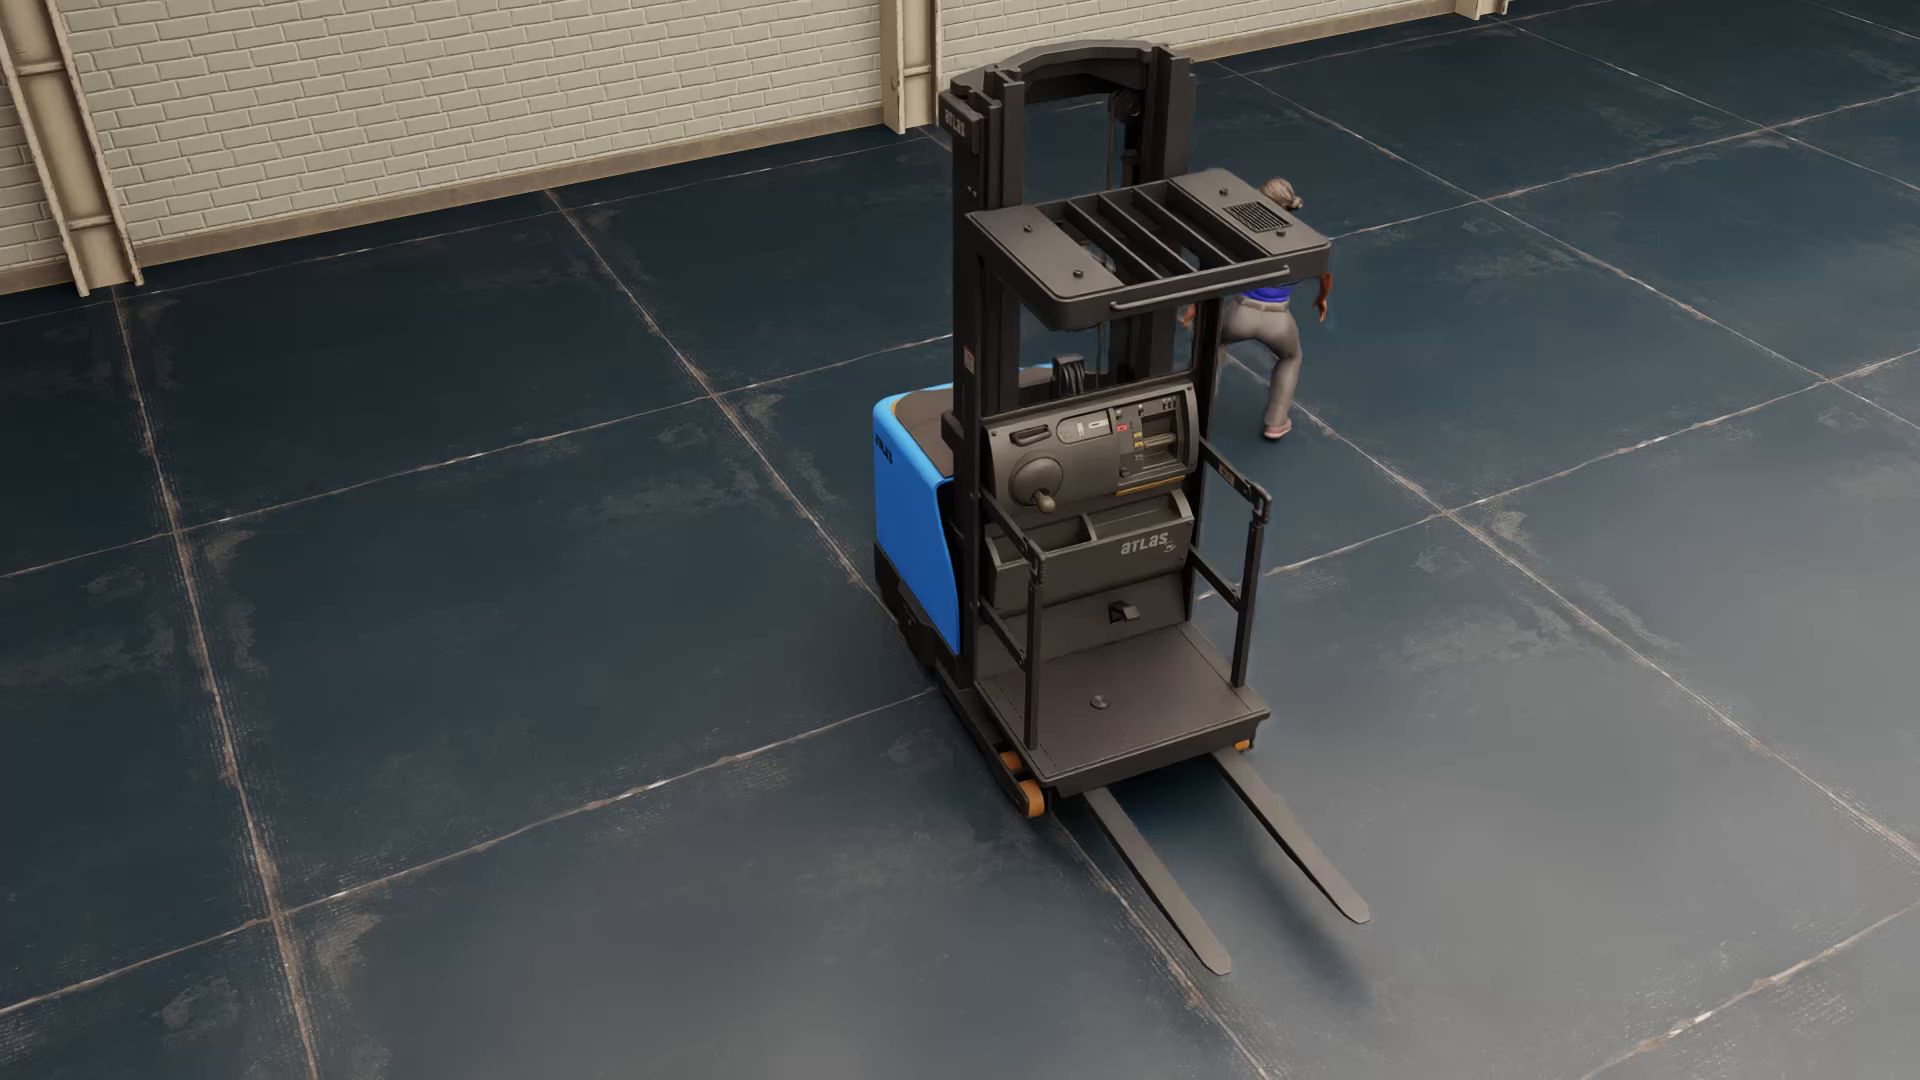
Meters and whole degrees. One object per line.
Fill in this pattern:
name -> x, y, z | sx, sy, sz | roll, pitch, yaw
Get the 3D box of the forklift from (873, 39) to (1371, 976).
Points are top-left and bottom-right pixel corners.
forklift -> 0.634, -0.309, 6.560 | 1.130, 2.935, 3.031 | -14, 38, -19

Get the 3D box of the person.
person -> 1.627, -1.260, 9.134 | 0.799, 1.553, 0.509 | 4, 35, 6
